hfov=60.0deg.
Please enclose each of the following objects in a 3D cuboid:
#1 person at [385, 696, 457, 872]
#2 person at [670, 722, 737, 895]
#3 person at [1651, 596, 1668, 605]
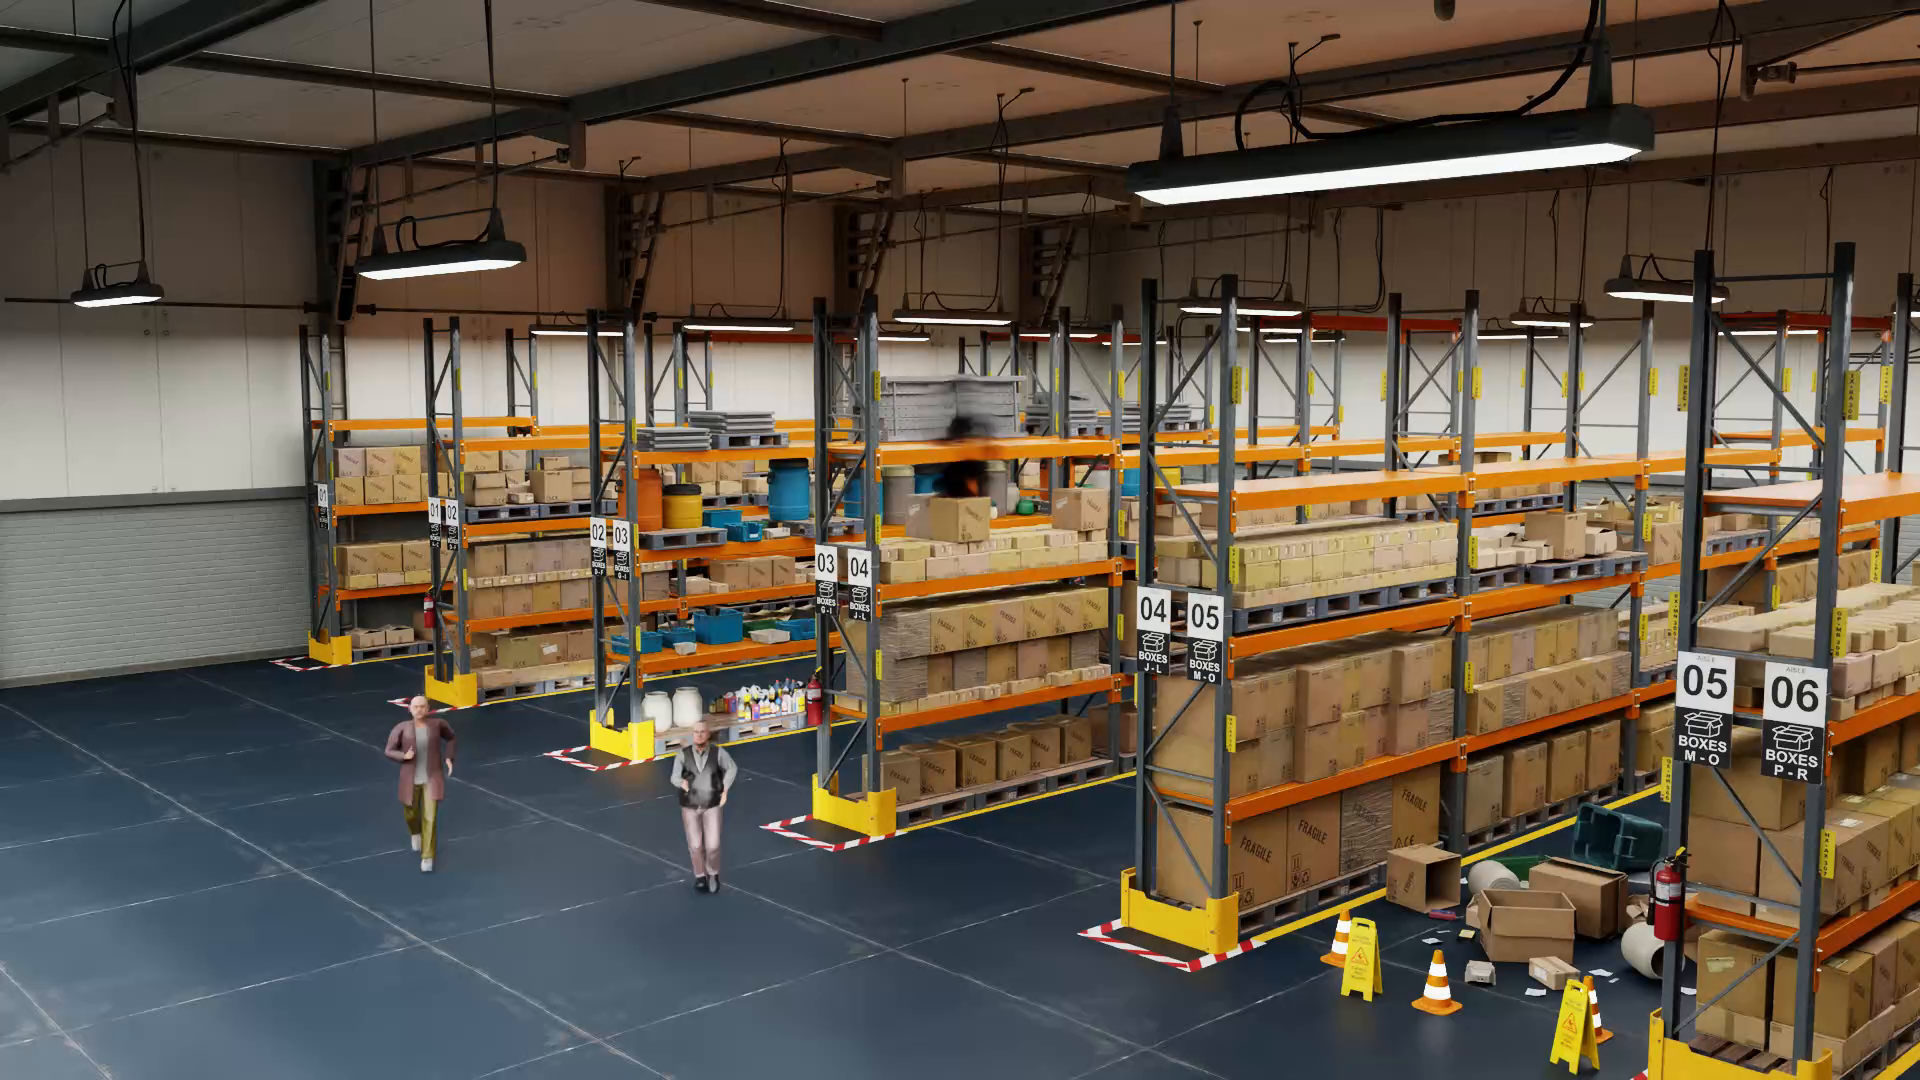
[{"bbox_3d":[-5.649,2.484,17.455,0.711,1.717,1.014,-2,6,-15],"label":"person"},{"bbox_3d":[-2.542,2.663,16.429,0.641,1.721,0.651,0,6,-3],"label":"person"},{"bbox_3d":[10.880,1.728,25.778,0.892,1.747,0.586,-4,7,-34],"label":"person"}]
